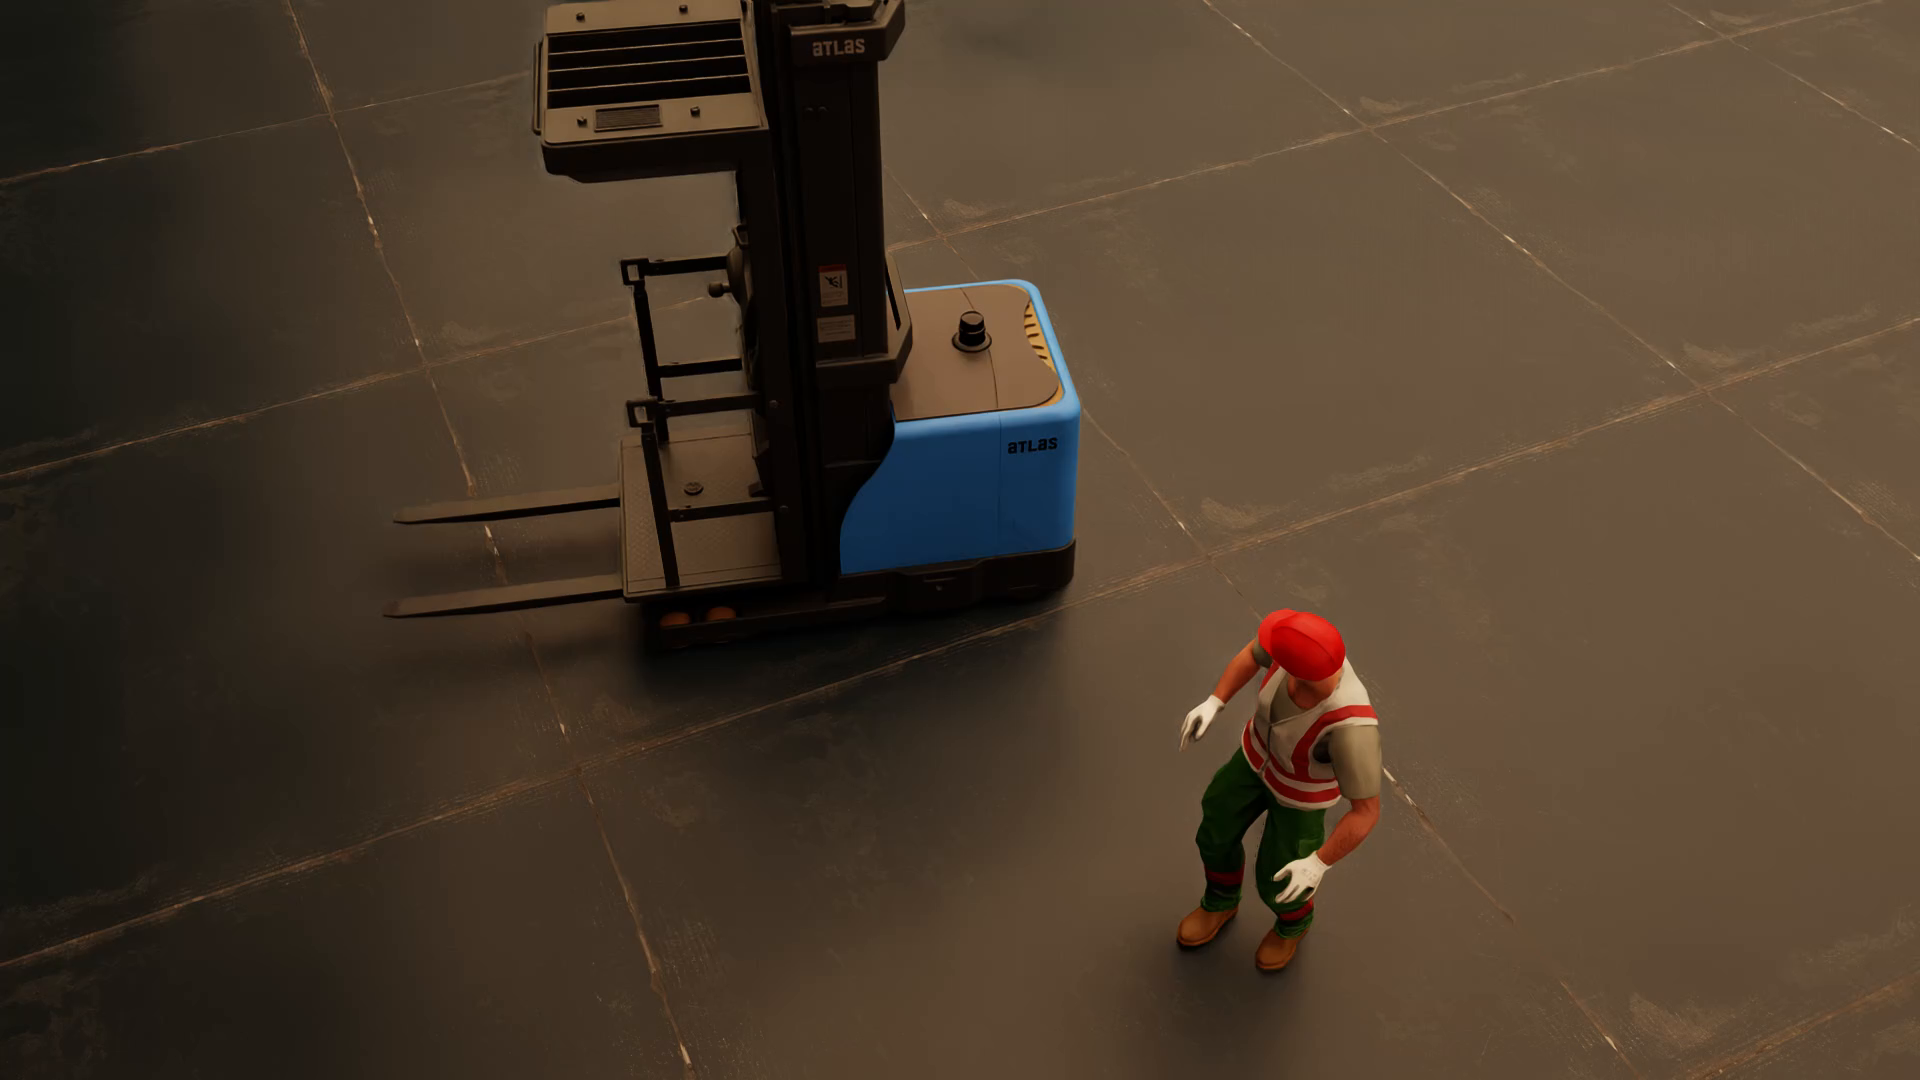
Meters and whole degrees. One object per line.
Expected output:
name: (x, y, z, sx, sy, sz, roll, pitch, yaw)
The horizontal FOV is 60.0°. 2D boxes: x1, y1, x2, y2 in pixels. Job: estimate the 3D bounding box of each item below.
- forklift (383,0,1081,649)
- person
forklift: (-1.050, -0.984, 6.735, 3.031, 2.935, 1.130, -7, 43, -7)
person: (1.091, 0.858, 5.659, 0.520, 1.728, 0.763, -23, 48, -23)
